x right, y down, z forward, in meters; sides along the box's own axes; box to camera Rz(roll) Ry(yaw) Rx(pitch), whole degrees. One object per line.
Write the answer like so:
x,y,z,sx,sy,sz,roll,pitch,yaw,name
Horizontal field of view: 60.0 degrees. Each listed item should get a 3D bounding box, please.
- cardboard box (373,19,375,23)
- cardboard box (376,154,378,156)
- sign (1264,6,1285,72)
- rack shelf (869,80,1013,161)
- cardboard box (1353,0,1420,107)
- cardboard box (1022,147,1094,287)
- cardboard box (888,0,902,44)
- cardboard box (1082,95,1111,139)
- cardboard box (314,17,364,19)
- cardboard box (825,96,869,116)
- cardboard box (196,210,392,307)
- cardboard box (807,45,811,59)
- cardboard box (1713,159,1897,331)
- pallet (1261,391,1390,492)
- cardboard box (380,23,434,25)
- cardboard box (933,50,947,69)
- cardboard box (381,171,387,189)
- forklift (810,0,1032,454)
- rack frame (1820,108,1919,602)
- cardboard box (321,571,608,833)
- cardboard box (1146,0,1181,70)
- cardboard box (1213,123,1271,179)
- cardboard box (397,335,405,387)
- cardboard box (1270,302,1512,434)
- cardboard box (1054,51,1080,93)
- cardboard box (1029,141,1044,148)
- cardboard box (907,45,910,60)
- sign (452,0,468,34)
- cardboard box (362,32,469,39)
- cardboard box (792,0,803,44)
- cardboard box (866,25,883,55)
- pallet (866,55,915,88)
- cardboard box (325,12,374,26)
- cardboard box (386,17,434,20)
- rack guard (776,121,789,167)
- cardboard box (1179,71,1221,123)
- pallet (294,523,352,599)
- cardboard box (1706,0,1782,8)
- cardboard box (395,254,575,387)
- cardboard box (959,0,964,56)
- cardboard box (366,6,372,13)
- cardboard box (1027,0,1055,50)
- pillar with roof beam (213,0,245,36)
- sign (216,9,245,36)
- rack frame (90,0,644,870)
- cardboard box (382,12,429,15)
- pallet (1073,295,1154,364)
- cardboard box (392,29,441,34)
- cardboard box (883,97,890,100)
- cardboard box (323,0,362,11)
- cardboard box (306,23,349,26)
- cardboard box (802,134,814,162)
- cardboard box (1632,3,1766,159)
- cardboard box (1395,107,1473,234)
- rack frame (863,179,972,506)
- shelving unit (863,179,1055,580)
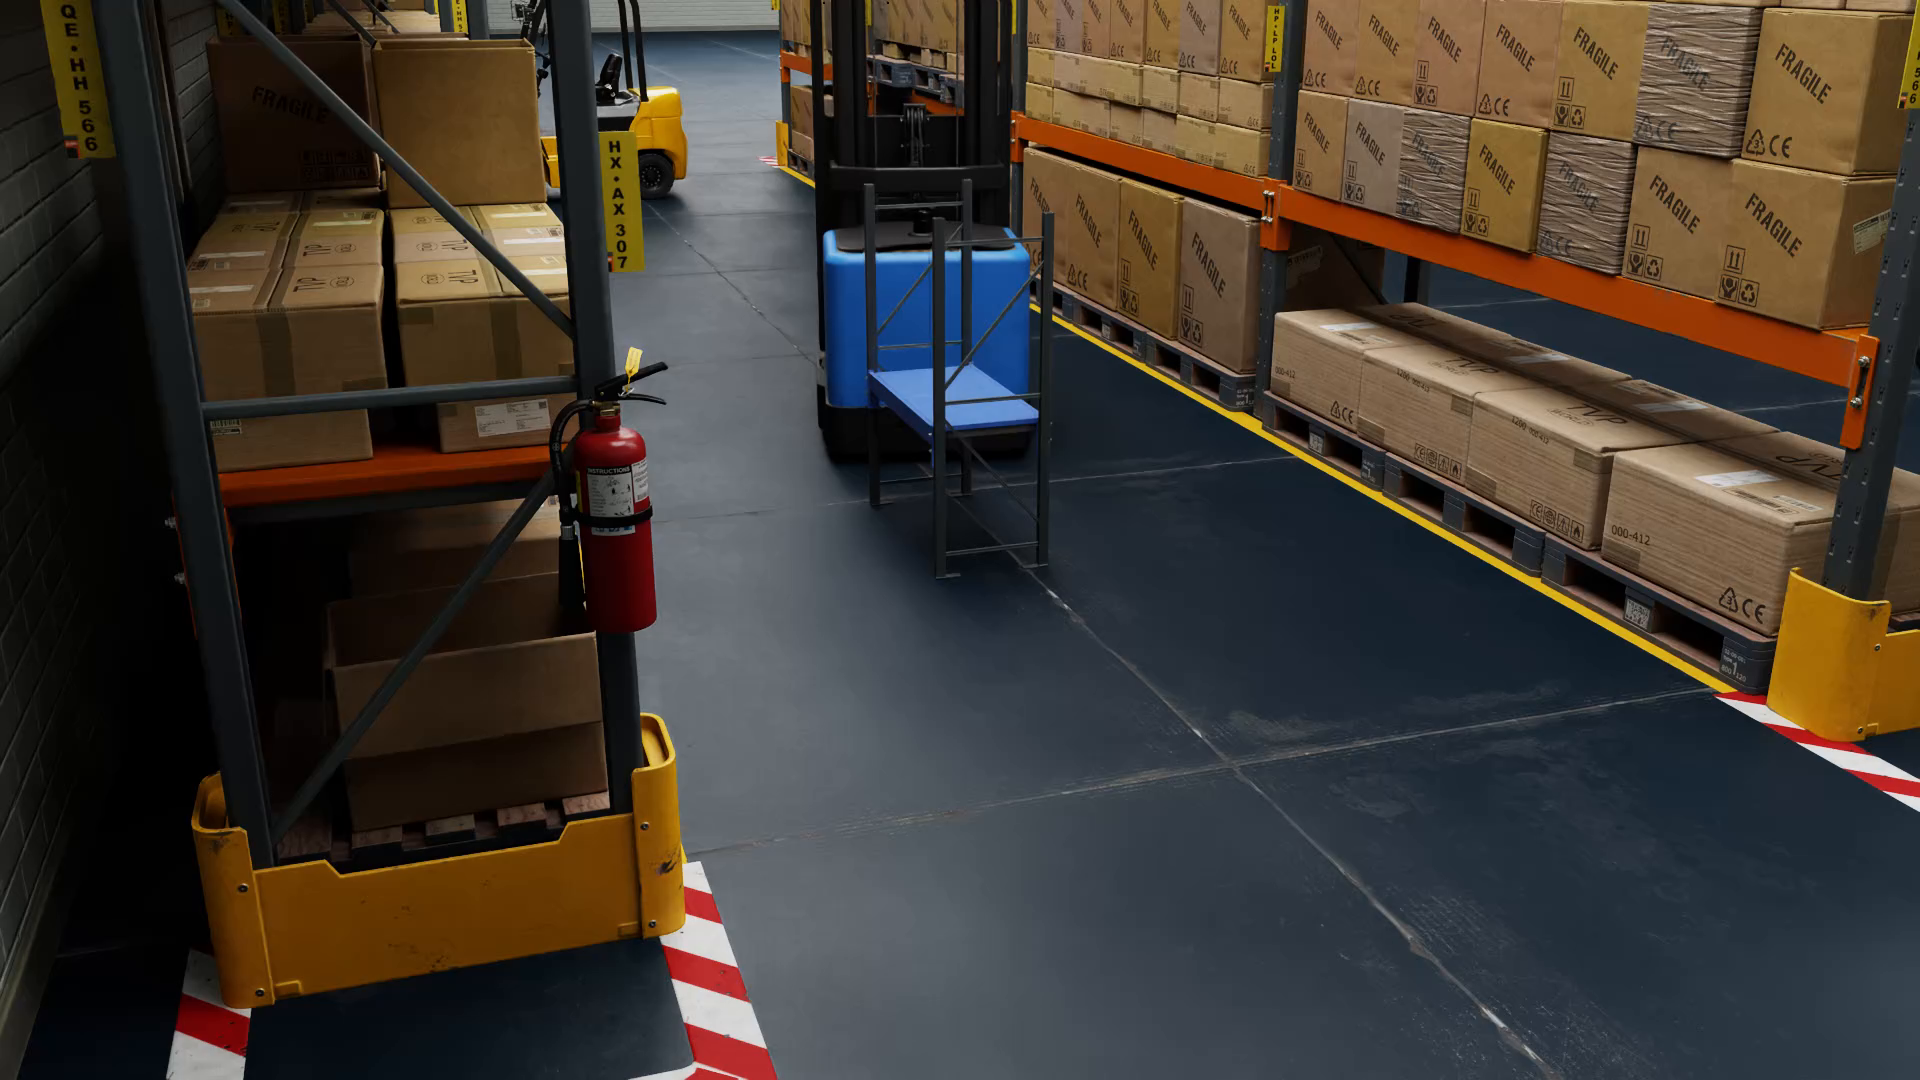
-5.954,-4.831,16.282,0.500,0.500,0.500,-6,21,-16,cardboard box
-2.673,-1.492,6.915,0.500,0.250,0.500,-7,21,-18,cardboard box
1.627,-2.586,8.583,0.100,0.325,0.005,-6,21,-17,sign
0.253,-3.726,14.416,1.077,0.370,4.000,-6,21,-17,rack shelf
2.212,-2.315,7.798,0.500,0.500,0.500,-7,21,-18,cardboard box
1.020,-2.390,12.154,0.875,0.875,0.875,-7,21,-18,cardboard box
-0.342,-4.749,14.992,0.500,0.500,0.500,-6,21,-17,cardboard box
1.134,-2.836,11.098,0.500,0.250,0.500,-6,21,-15,cardboard box
-4.913,-4.060,13.175,0.380,0.149,0.250,-6,21,-17,cardboard box
-1.139,-4.451,17.707,0.500,0.500,0.500,-5,20,-14,cardboard box
-2.023,-0.841,5.101,0.500,0.250,0.500,-6,21,-15,cardboard box
-1.474,-5.402,18.389,0.380,0.149,0.250,-6,21,-16,cardboard box
2.993,-1.029,5.696,0.500,0.500,0.500,-6,21,-17,cardboard box
2.304,-0.574,8.703,1.003,0.211,1.213,-6,21,-17,pallet
-4.042,-3.705,12.187,0.380,0.149,0.250,-6,21,-17,cardboard box
-0.007,-4.071,14.064,0.380,0.149,0.250,-7,21,-19,cardboard box
-1.865,-1.222,6.162,0.500,0.250,0.500,-7,21,-18,cardboard box
-0.287,-2.272,9.406,1.130,2.935,3.031,-2,20,-5,forklift
3.396,-0.855,5.360,1.000,3.000,0.127,-6,21,-17,rack frame
-1.417,0.444,4.814,0.797,0.503,0.637,-7,21,-19,cardboard box
1.450,-3.103,9.992,0.500,0.500,0.500,-6,21,-16,cardboard box
1.759,-2.186,9.286,0.500,0.250,0.500,-7,21,-18,cardboard box
-1.397,-0.500,4.744,0.380,0.149,0.250,-7,21,-18,cardboard box
2.234,-0.918,8.704,0.875,0.438,0.875,-7,21,-18,cardboard box
0.968,-3.232,11.461,0.500,0.250,0.500,-6,21,-16,cardboard box
0.579,-4.019,17.864,0.500,0.500,0.500,8,21,20,cardboard box
-0.270,-4.411,15.010,0.380,0.149,0.250,-5,20,-14,cardboard box
-3.317,-3.462,11.023,0.100,0.325,0.005,-6,21,-17,sign
-3.141,-2.636,9.544,0.797,0.503,0.637,-7,21,-18,cardboard box
-1.581,-5.829,18.621,0.500,0.500,0.500,-6,21,-16,cardboard box
-0.751,-5.009,16.338,0.500,0.500,0.500,-7,21,-19,cardboard box
-0.273,-4.355,15.388,1.003,0.211,1.213,-6,21,-17,pallet
-5.180,-4.394,14.106,0.380,0.149,0.250,-7,21,-18,cardboard box
-4.339,-4.037,13.111,0.380,0.149,0.250,-6,21,-17,cardboard box
-1.609,-4.789,20.010,1.175,0.500,0.348,-6,21,-17,rack guard
1.605,-2.579,9.641,0.500,0.250,0.500,-6,21,-16,cardboard box
-2.357,-0.077,7.320,1.003,0.211,1.213,-6,21,-17,pallet
2.830,-1.925,5.752,0.380,0.149,0.250,-7,21,-18,cardboard box
-1.202,-0.570,4.349,0.500,0.250,0.500,-6,21,-17,cardboard box
0.302,-4.088,13.152,0.500,0.500,0.500,-7,21,-18,cardboard box
-5.726,-4.937,15.617,0.380,0.149,0.250,-6,21,-15,cardboard box
0.805,-3.756,11.809,0.500,0.500,0.500,-7,21,-19,cardboard box
-1.008,-6.497,12.194,9.100,9.000,0.400,-6,21,-17,pillar with roof beam
-3.098,-2.095,7.099,0.100,0.325,0.005,-6,21,-17,sign
-1.315,-0.327,3.889,1.000,3.000,0.127,-6,21,-17,rack frame
-4.670,-4.363,14.019,0.380,0.149,0.250,-7,21,-18,cardboard box
1.438,-1.458,11.164,1.003,0.211,1.213,-6,21,-17,pallet
-3.650,-3.380,11.282,0.380,0.149,0.250,-6,21,-16,cardboard box
-0.645,-4.518,17.894,0.500,0.500,0.500,-5,20,-14,cardboard box
-5.474,-4.740,14.629,0.380,0.149,0.250,-6,21,-17,cardboard box
-4.645,-3.726,12.244,0.380,0.149,0.250,-7,21,-18,cardboard box
-1.488,-4.441,18.788,0.500,0.250,0.500,-6,21,-15,cardboard box
2.826,-1.667,5.993,0.500,0.500,0.500,-6,21,-17,cardboard box
2.342,-1.685,7.523,0.500,0.500,0.500,-6,21,-17,cardboard box
-0.187,-0.896,7.693,0.500,1.500,0.032,-6,21,-17,rack frame
-0.027,-0.733,7.239,0.538,1.500,1.048,-6,21,-17,shelving unit
